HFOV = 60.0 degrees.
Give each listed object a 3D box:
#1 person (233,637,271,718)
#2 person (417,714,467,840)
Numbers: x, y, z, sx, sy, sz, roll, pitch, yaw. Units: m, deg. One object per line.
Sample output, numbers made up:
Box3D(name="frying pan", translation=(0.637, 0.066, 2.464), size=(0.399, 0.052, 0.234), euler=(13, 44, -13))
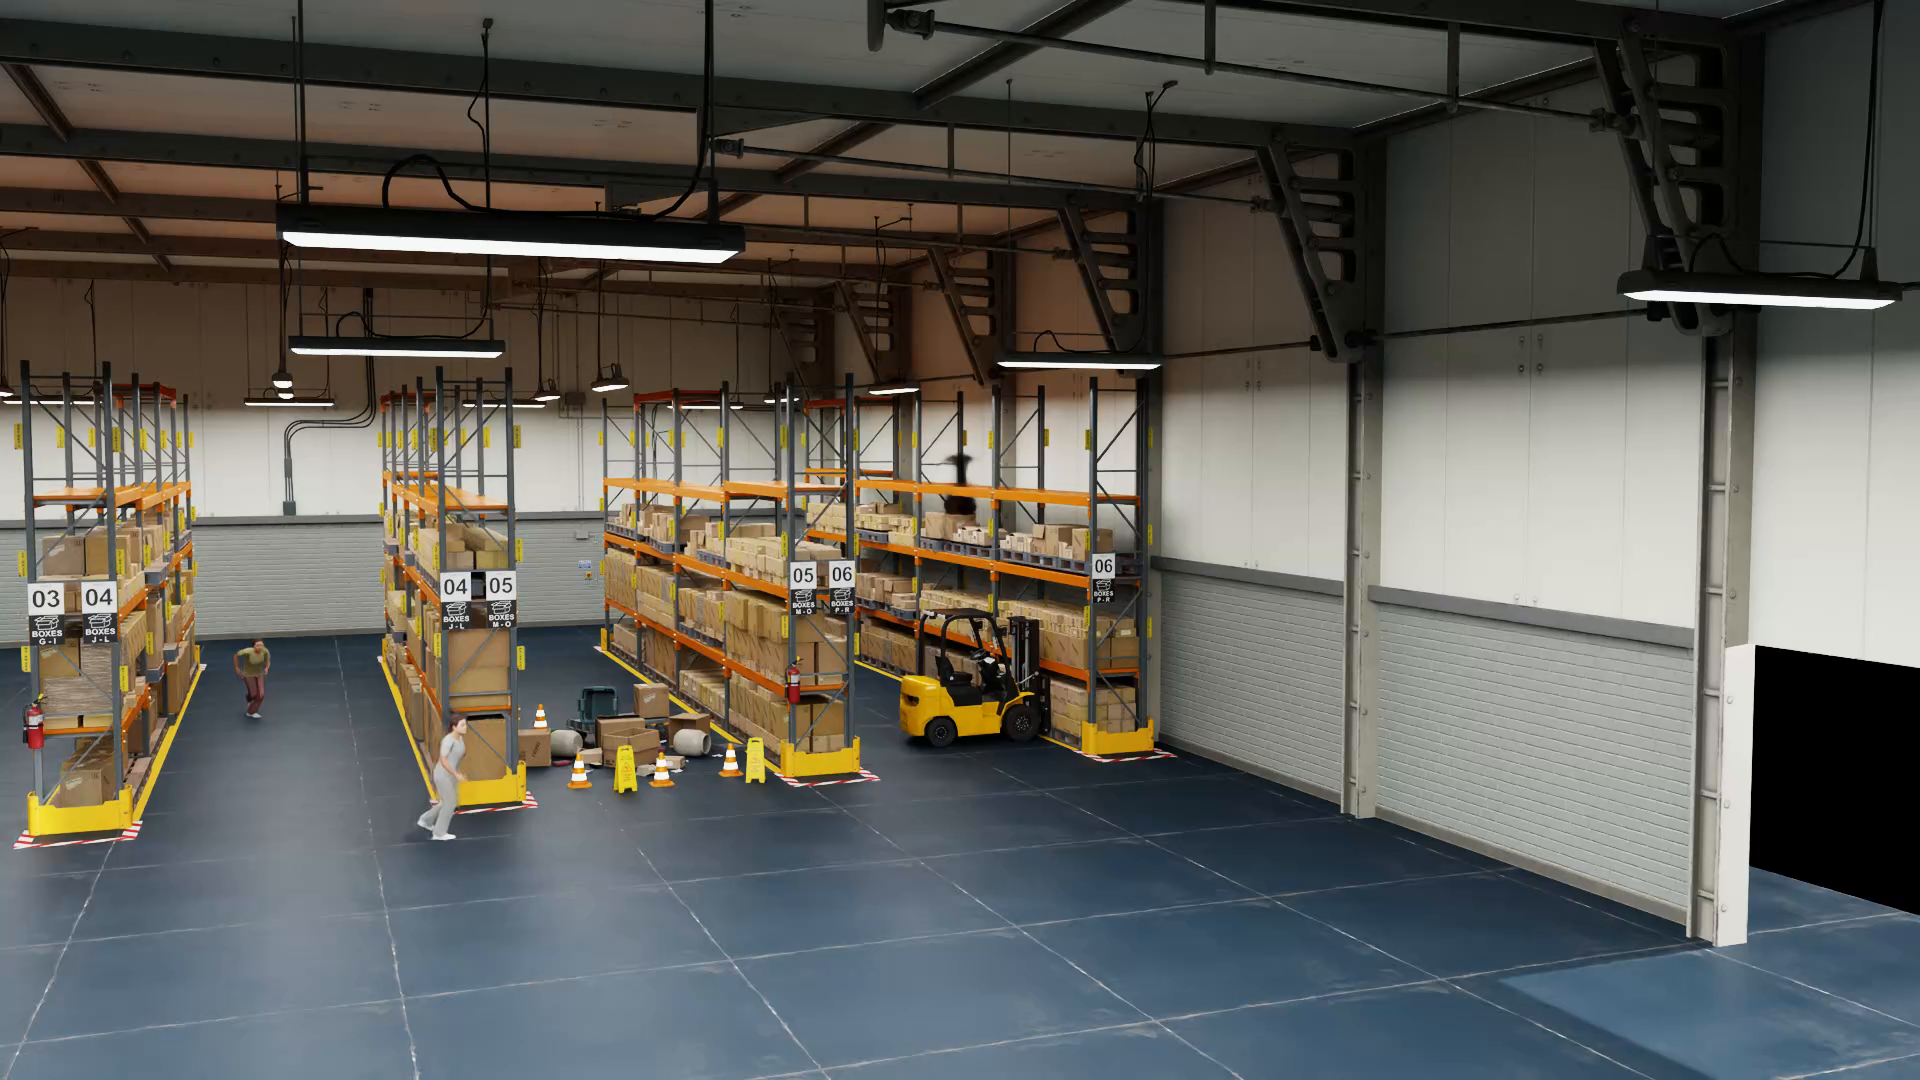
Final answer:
Box3D(name="person", translation=(-12.725, 2.468, 29.888), size=(0.606, 1.494, 0.772), euler=(-3, 4, -39))
Box3D(name="person", translation=(-6.462, 2.955, 20.746), size=(0.708, 1.592, 0.556), euler=(0, 3, 4))
